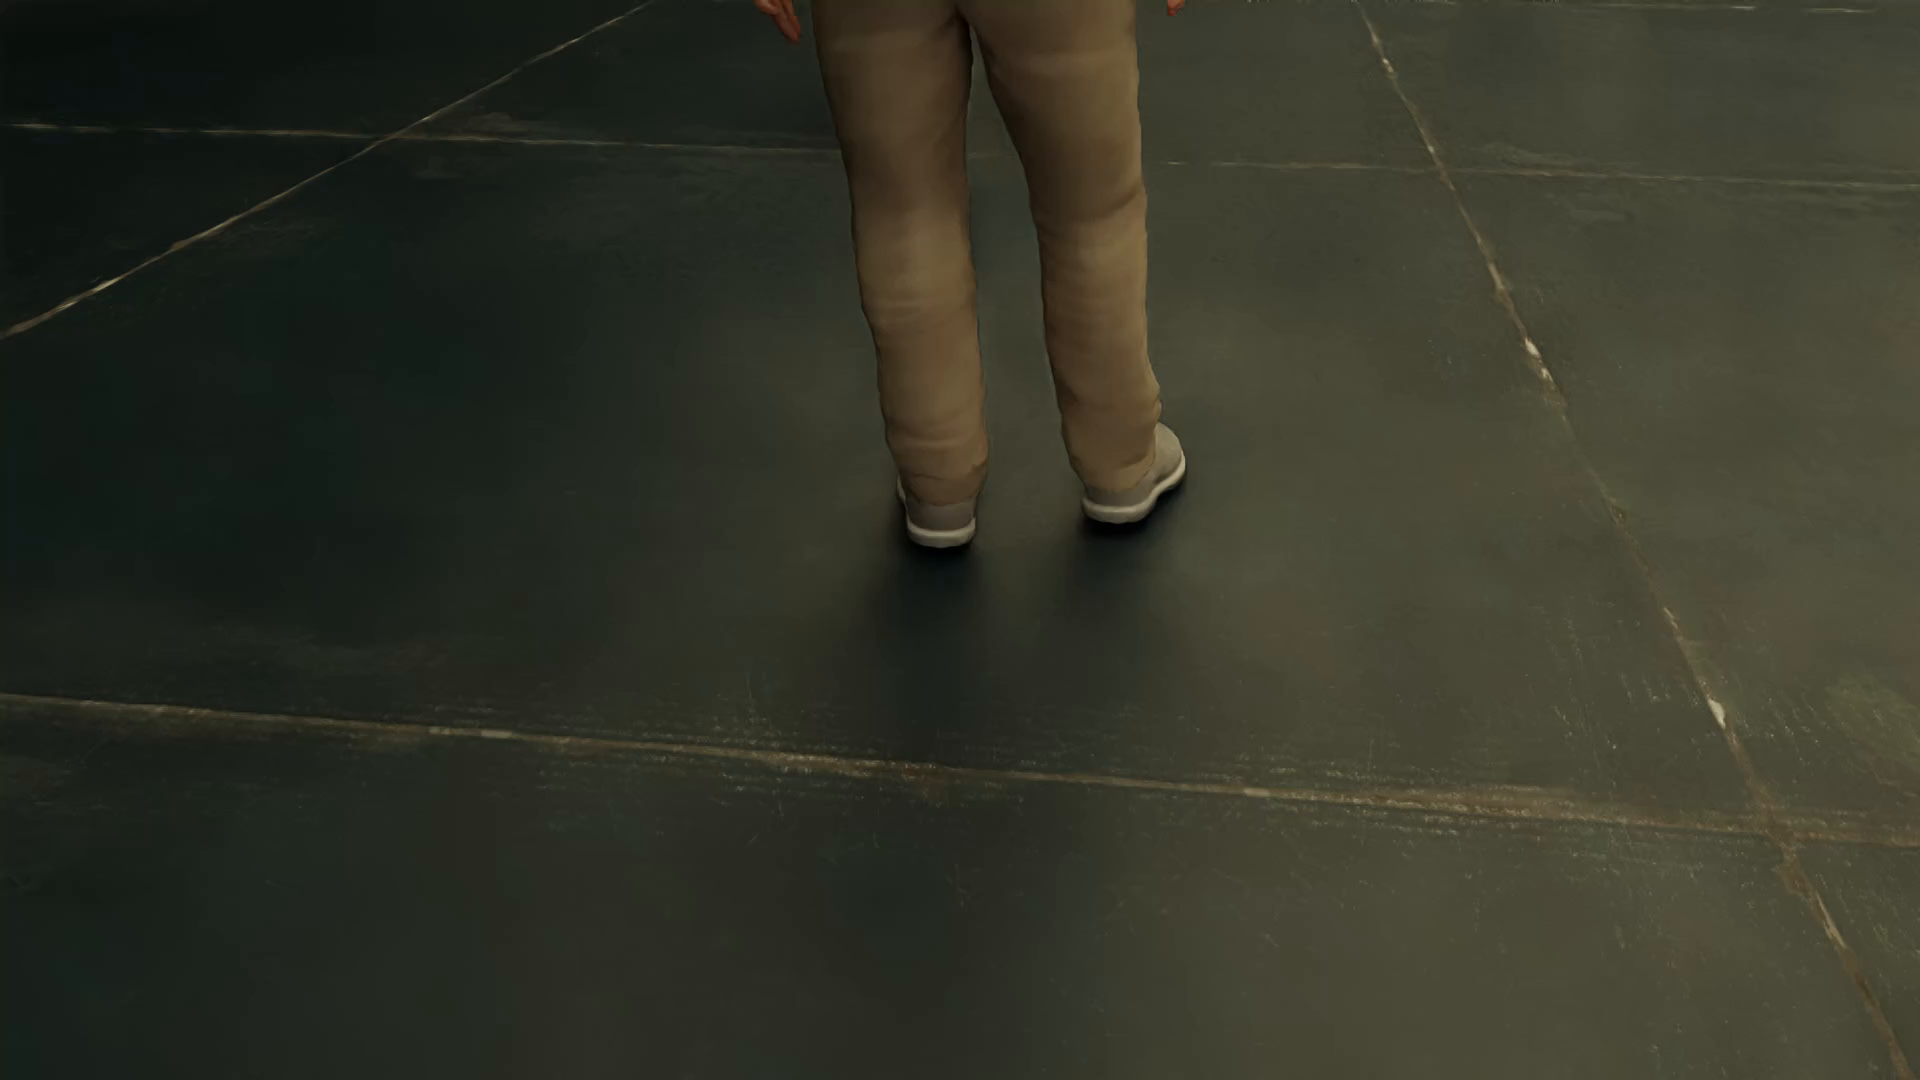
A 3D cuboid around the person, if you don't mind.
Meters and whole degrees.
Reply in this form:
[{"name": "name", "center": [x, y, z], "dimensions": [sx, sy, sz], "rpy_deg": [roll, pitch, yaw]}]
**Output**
[{"name": "person", "center": [0.024, -0.819, 2.189], "dimensions": [0.640, 1.726, 0.550], "rpy_deg": [3, 27, 7]}]
